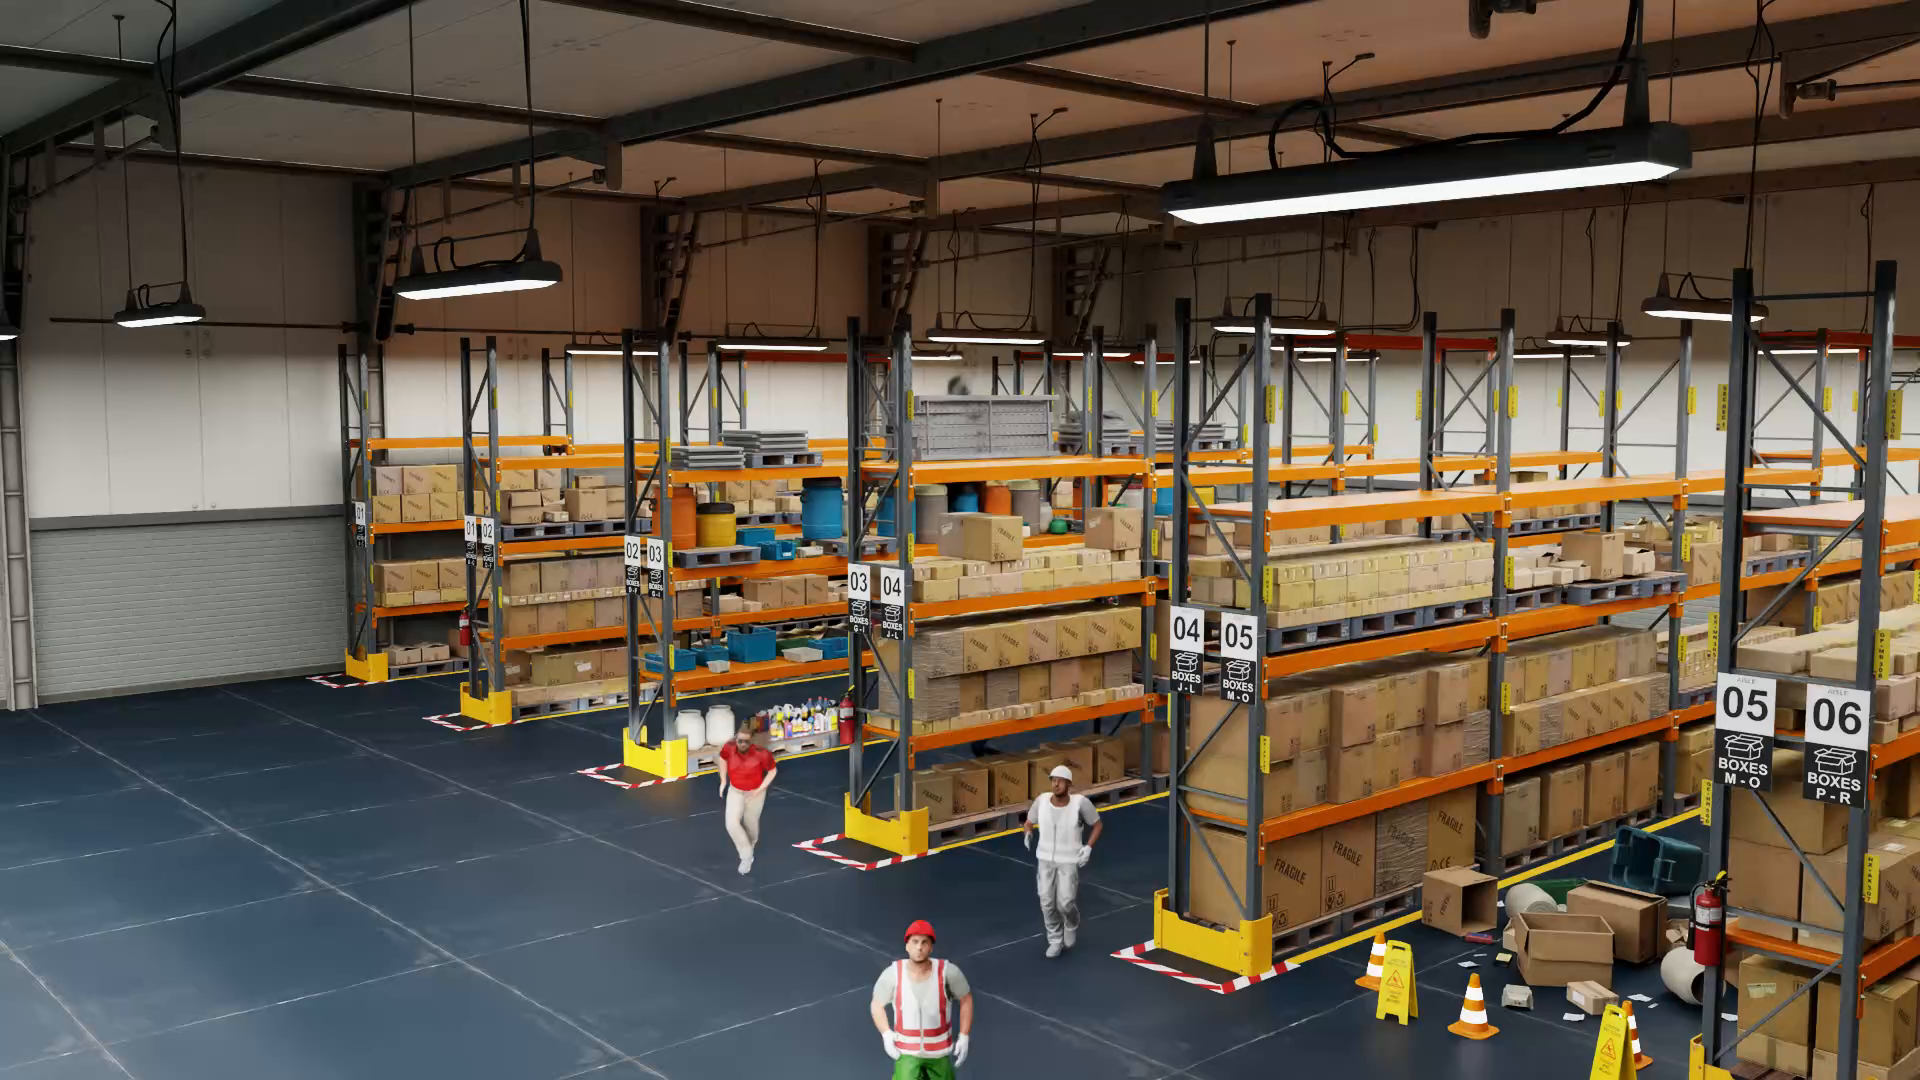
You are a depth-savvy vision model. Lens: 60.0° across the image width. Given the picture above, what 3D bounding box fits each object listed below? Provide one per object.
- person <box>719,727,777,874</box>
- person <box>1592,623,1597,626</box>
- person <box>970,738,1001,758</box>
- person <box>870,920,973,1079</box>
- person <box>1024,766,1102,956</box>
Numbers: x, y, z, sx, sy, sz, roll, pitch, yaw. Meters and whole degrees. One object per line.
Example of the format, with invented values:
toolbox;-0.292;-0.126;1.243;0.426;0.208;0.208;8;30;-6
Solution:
person;-2.285;2.766;18.175;0.660;1.607;0.995;1;5;6
person;9.629;2.104;25.098;0.698;1.719;0.592;-5;7;-44
person;0.302;2.407;22.159;0.532;1.550;0.559;5;7;43
person;-0.252;3.336;10.940;0.676;1.725;0.675;0;5;-3
person;0.886;2.939;15.193;0.705;1.748;0.585;2;6;23
